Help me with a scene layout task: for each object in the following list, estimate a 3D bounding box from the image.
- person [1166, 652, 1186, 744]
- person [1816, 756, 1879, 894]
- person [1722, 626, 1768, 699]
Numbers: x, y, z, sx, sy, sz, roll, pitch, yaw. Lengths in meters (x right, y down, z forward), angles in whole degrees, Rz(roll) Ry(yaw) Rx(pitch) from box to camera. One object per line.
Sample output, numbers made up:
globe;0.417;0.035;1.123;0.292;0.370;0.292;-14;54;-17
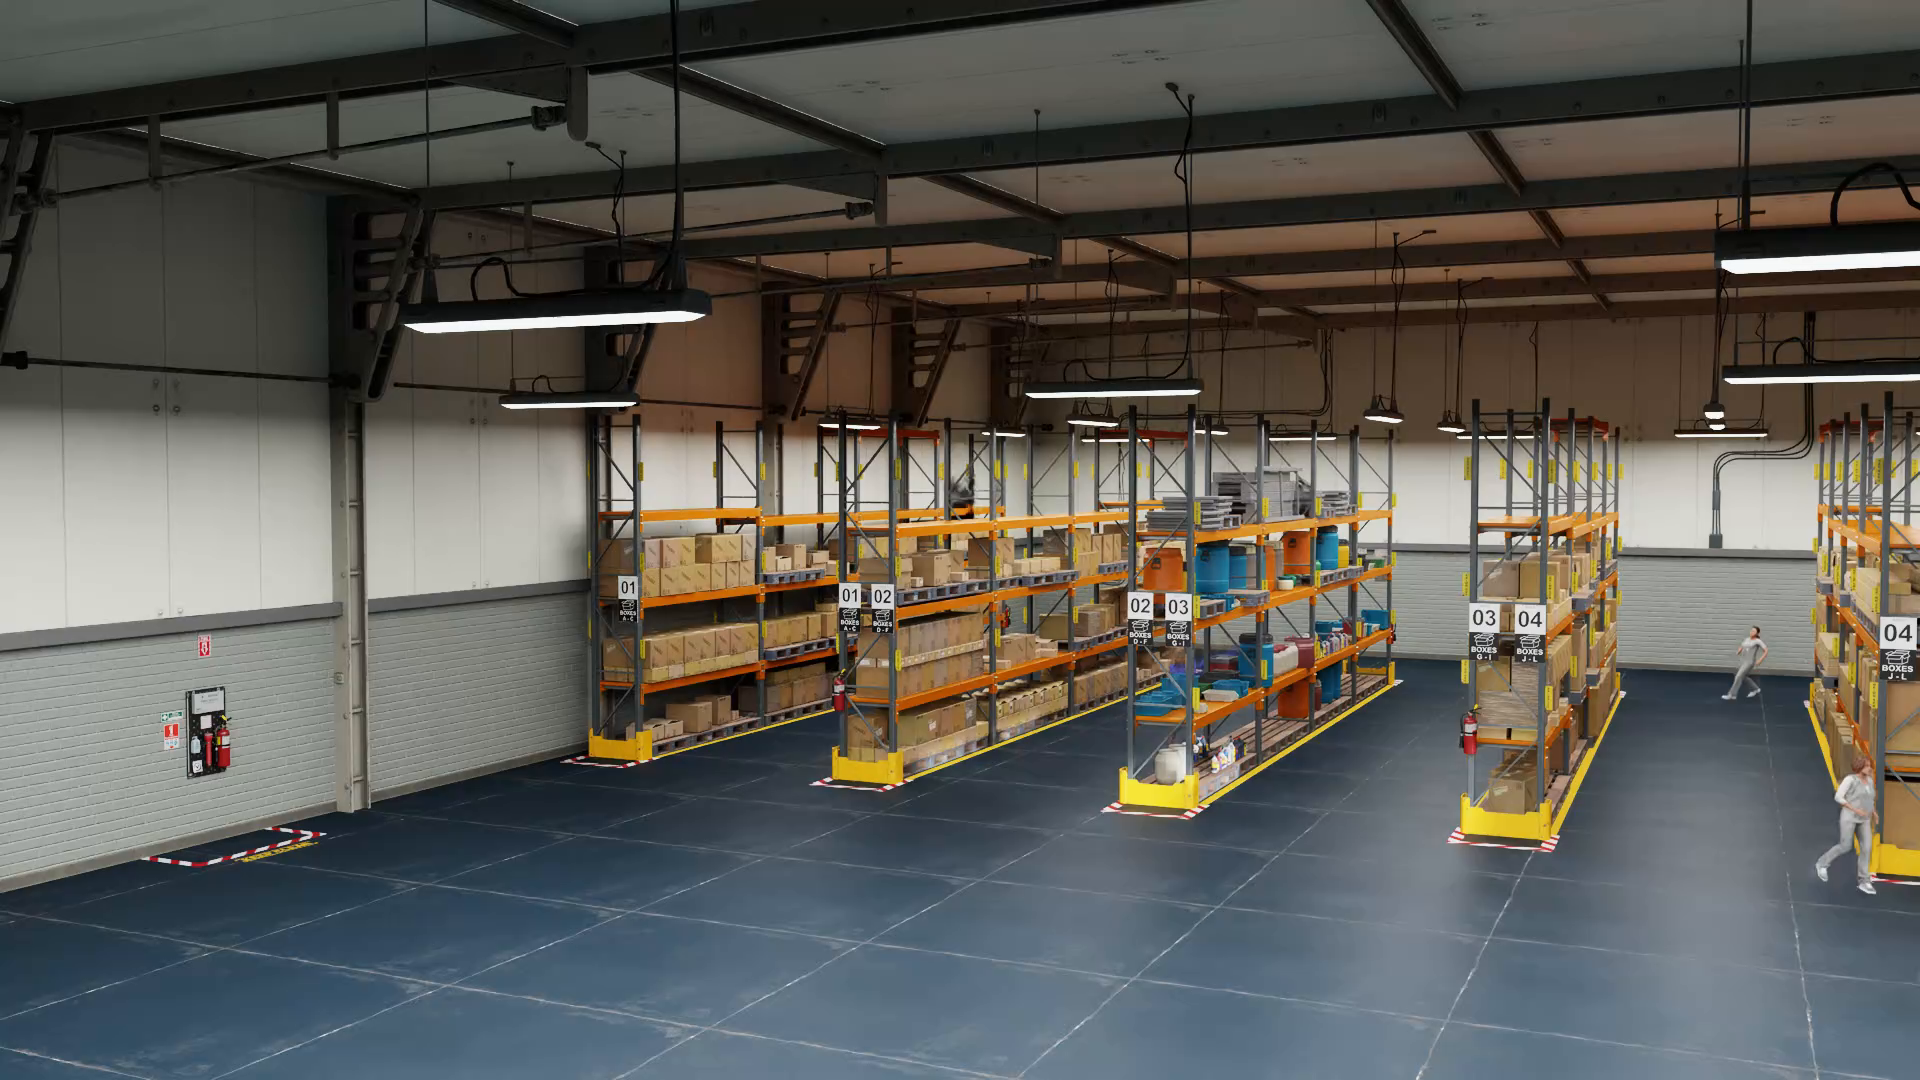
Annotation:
person;4.080;2.903;30.876;0.579;1.672;0.882;1;3;28
person;10.756;3.371;19.945;0.613;1.575;0.830;-1;3;-21
person;17.111;2.673;36.191;0.936;1.612;0.613;0;2;-8
